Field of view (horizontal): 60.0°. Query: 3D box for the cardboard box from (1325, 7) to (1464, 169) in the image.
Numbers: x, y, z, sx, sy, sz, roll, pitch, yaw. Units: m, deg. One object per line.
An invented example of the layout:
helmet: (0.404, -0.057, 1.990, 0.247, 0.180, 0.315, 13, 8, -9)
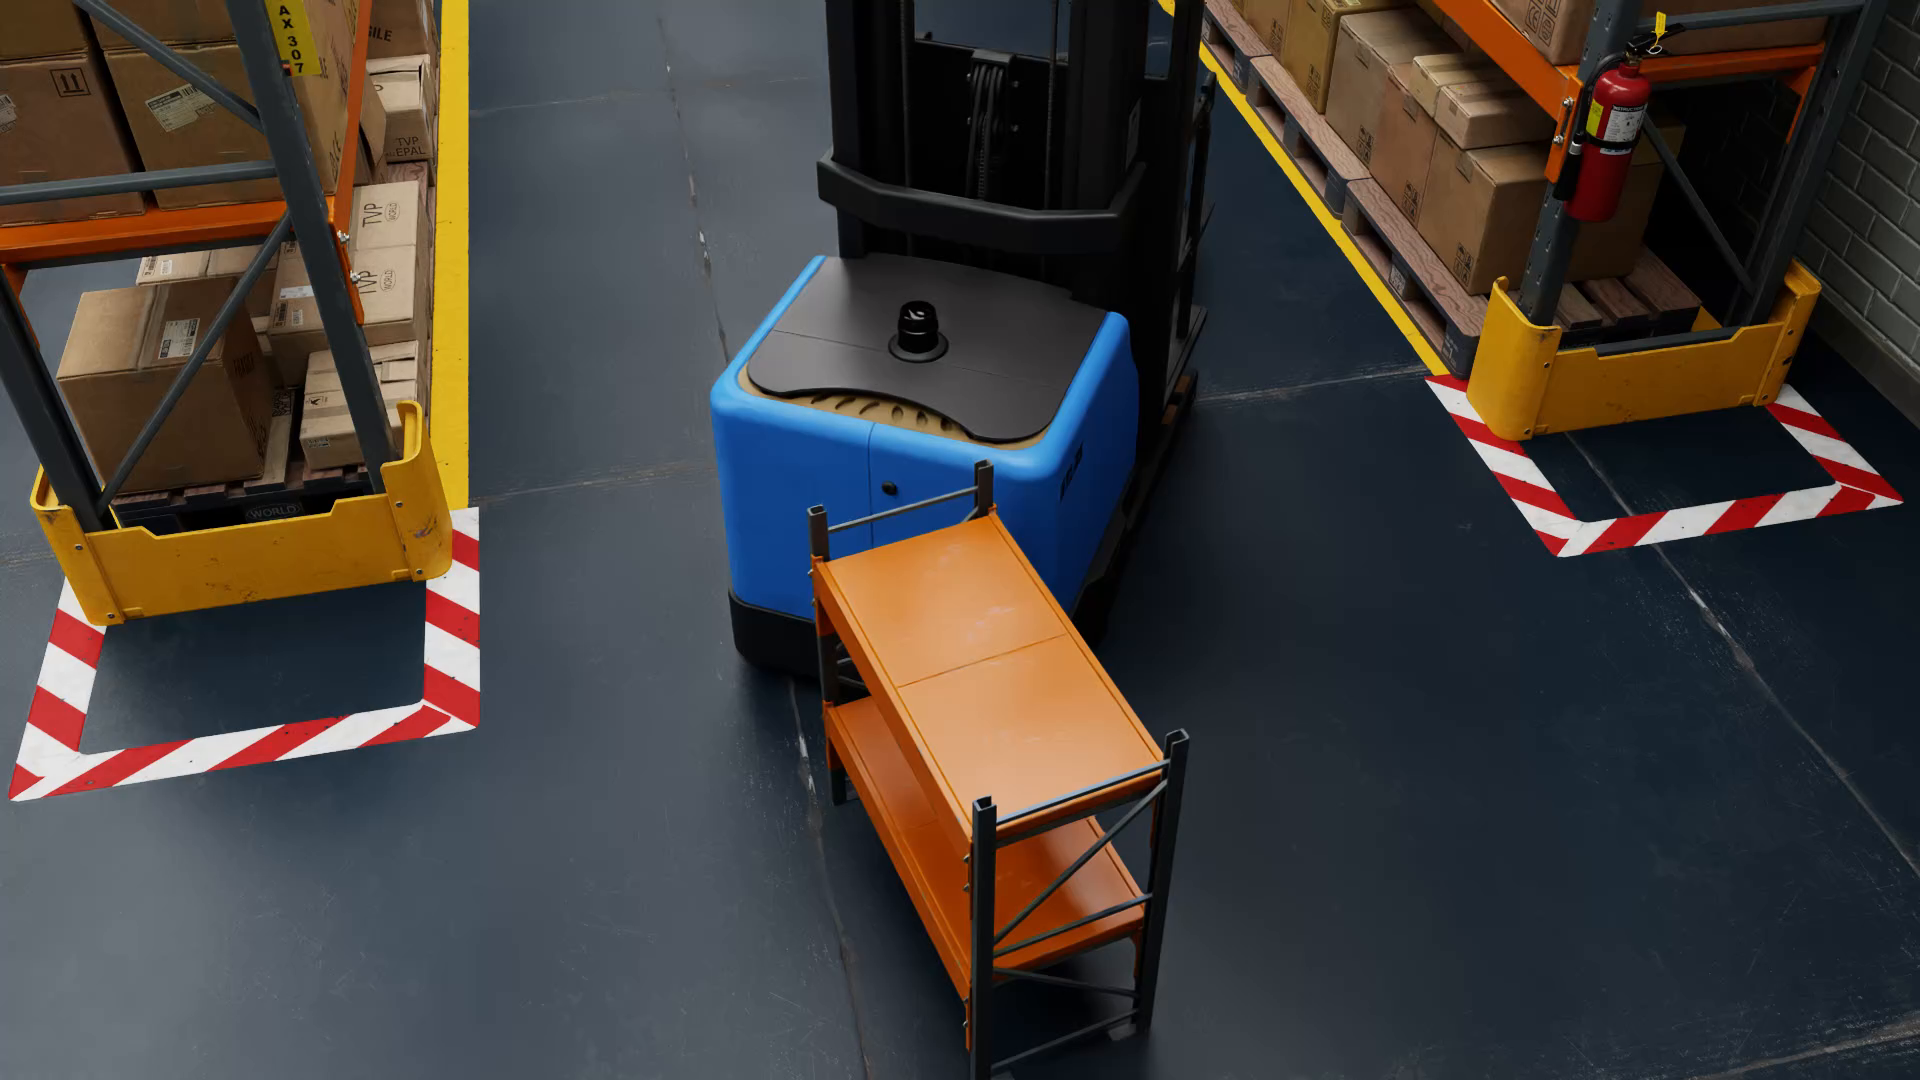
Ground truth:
cardboard box: (2.062, -2.002, 7.312, 0.700, 0.500, 0.500, -10, 42, -11)

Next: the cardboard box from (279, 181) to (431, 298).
cardboard box: (-2.364, -1.155, 6.532, 0.500, 0.250, 0.500, -8, 42, -9)

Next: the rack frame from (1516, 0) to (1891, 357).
rack frame: (2.528, -1.690, 5.394, 1.000, 3.000, 0.127, -8, 42, -9)

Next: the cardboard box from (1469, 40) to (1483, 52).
cardboard box: (2.338, -2.032, 6.858, 0.380, 0.149, 0.250, -8, 42, -9)

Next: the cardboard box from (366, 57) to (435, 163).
cardboard box: (-2.609, -1.915, 7.341, 0.500, 0.311, 0.500, -8, 42, -9)

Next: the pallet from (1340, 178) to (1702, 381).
pallet: (2.279, -1.154, 6.891, 1.003, 0.211, 1.213, -8, 42, -9)

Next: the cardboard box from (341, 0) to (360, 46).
cardboard box: (-2.368, -2.000, 5.668, 0.500, 0.500, 0.500, -8, 42, -9)

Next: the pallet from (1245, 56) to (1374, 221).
pallet: (2.019, -1.943, 7.780, 1.003, 0.211, 1.213, -8, 42, -9)

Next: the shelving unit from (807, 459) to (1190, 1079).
shelving unit: (0.056, 0.594, 4.233, 0.538, 1.125, 1.048, -16, 44, -17)

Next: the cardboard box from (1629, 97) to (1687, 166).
cardboard box: (2.502, -1.542, 6.305, 0.380, 0.149, 0.250, -8, 42, -9)

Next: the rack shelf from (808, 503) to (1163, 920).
rack shelf: (0.056, 0.376, 4.039, 0.538, 0.278, 1.000, -16, 44, -17)

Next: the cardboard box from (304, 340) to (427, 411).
cardboard box: (-2.117, -0.565, 5.930, 0.380, 0.166, 0.250, -8, 42, -9)

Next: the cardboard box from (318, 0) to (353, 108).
cardboard box: (-2.263, -1.674, 5.301, 0.500, 0.500, 0.500, -9, 42, -10)

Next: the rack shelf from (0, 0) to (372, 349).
rack shelf: (-2.740, -2.005, 6.291, 1.077, 0.370, 4.000, -8, 42, -9)

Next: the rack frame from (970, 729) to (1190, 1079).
rack frame: (0.260, 0.904, 3.885, 0.500, 1.125, 0.032, -16, 44, -17)

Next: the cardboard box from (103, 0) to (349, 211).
cardboard box: (-2.146, -1.340, 4.925, 0.500, 0.500, 0.500, -8, 42, -8)

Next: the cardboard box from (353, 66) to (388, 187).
cardboard box: (-2.761, -1.584, 6.824, 0.797, 0.503, 0.637, -8, 42, -9)

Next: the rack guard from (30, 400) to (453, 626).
rack guard: (-2.324, -0.092, 5.477, 1.175, 0.500, 0.348, -8, 42, -9)

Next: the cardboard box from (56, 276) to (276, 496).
cardboard box: (-2.666, -0.524, 5.633, 0.500, 0.500, 0.500, -8, 42, -9)

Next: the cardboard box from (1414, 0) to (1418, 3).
cardboard box: (2.172, -2.527, 7.416, 0.380, 0.149, 0.250, -9, 42, -10)

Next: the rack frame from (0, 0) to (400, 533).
rack frame: (-2.308, -0.978, 4.592, 1.000, 3.000, 0.127, -8, 42, -9)

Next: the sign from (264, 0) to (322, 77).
sign: (-1.778, -1.379, 4.392, 0.100, 0.325, 0.005, -8, 42, -9)

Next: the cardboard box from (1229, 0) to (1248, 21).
cardboard box: (1.726, -3.005, 8.443, 0.700, 0.500, 0.500, -8, 42, -9)

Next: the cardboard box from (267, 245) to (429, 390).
cardboard box: (-2.256, -0.831, 6.167, 0.500, 0.250, 0.500, -8, 42, -9)

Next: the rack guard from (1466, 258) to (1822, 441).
rack guard: (2.533, -0.739, 6.206, 1.175, 0.500, 0.348, -8, 42, -9)

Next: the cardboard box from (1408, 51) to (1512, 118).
cardboard box: (2.018, -1.817, 6.615, 0.380, 0.149, 0.250, -7, 42, -8)

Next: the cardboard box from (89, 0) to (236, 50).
cardboard box: (-2.146, -1.714, 4.593, 0.500, 0.500, 0.500, -7, 42, -8)

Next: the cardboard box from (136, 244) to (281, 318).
cardboard box: (-2.842, -1.051, 6.414, 0.500, 0.250, 0.500, -8, 42, -9)

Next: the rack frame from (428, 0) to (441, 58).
rack frame: (-3.171, -3.570, 7.513, 1.000, 3.000, 0.127, -8, 42, -9)

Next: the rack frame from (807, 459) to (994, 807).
rack frame: (-0.148, 0.285, 4.581, 0.500, 1.125, 0.032, -16, 44, -17)

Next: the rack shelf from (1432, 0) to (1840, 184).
rack shelf: (2.096, -2.717, 7.093, 1.077, 0.370, 4.000, -8, 42, -9)

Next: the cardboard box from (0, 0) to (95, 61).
cardboard box: (-2.672, -1.638, 4.507, 0.500, 0.500, 0.500, -9, 42, -10)

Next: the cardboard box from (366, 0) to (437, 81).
cardboard box: (-2.771, -2.471, 7.826, 0.500, 0.500, 0.500, -8, 42, -9)

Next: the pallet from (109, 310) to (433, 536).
pallet: (-2.497, -0.501, 6.155, 1.003, 0.211, 1.213, -8, 42, -9)

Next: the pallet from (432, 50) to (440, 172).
pallet: (-3.024, -2.082, 7.937, 1.003, 0.211, 1.213, -8, 42, -9)

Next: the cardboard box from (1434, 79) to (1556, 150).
cardboard box: (2.074, -1.651, 6.429, 0.380, 0.149, 0.250, -9, 42, -10)

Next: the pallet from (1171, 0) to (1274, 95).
pallet: (1.753, -2.736, 8.673, 1.003, 0.211, 1.213, -8, 42, -9)

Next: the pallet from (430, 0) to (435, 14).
pallet: (-3.384, -3.049, 9.026, 1.003, 0.211, 1.213, -8, 42, -9)

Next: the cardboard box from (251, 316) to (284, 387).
cardboard box: (-2.665, -0.675, 6.054, 0.380, 0.166, 0.250, -8, 42, -9)

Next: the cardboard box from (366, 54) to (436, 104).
cardboard box: (-2.632, -2.106, 7.679, 0.380, 0.149, 0.250, -8, 42, -9)

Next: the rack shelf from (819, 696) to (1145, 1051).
rack shelf: (0.056, 0.777, 4.395, 0.538, 0.278, 1.000, -16, 44, -17)

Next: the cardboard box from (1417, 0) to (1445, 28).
cardboard box: (2.226, -2.363, 7.231, 0.380, 0.149, 0.250, -8, 42, -9)

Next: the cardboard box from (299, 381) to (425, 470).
cardboard box: (-2.063, -0.397, 5.753, 0.380, 0.149, 0.250, -8, 42, -9)

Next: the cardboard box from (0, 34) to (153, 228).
cardboard box: (-2.670, -1.266, 4.842, 0.500, 0.500, 0.500, -7, 42, -8)

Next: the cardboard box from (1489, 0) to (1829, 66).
cardboard box: (2.408, -2.131, 5.665, 0.980, 0.700, 0.700, -7, 42, -7)

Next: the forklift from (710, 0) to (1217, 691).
forklift: (0.255, -1.516, 5.250, 1.130, 2.935, 3.031, 13, 43, 14)

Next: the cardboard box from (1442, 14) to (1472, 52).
cardboard box: (2.282, -2.197, 7.044, 0.380, 0.149, 0.250, -8, 42, -9)

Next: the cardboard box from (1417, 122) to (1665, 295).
cardboard box: (2.279, -1.351, 6.580, 0.700, 0.500, 0.500, -8, 42, -9)

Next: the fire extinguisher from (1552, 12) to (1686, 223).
fire extinguisher: (2.110, -1.358, 5.359, 0.296, 0.674, 0.183, -8, 42, -9)

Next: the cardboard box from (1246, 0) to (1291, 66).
cardboard box: (1.831, -2.679, 8.075, 0.700, 0.500, 0.500, -9, 42, -10)

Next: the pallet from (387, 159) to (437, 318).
pallet: (-2.757, -1.290, 7.044, 1.003, 0.211, 1.213, -8, 42, -9)

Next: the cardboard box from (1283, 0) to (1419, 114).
cardboard box: (1.940, -2.346, 7.700, 0.700, 0.500, 0.500, -7, 42, -8)

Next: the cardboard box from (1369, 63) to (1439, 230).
cardboard box: (2.171, -1.676, 6.945, 0.700, 0.500, 0.500, -8, 42, -9)
